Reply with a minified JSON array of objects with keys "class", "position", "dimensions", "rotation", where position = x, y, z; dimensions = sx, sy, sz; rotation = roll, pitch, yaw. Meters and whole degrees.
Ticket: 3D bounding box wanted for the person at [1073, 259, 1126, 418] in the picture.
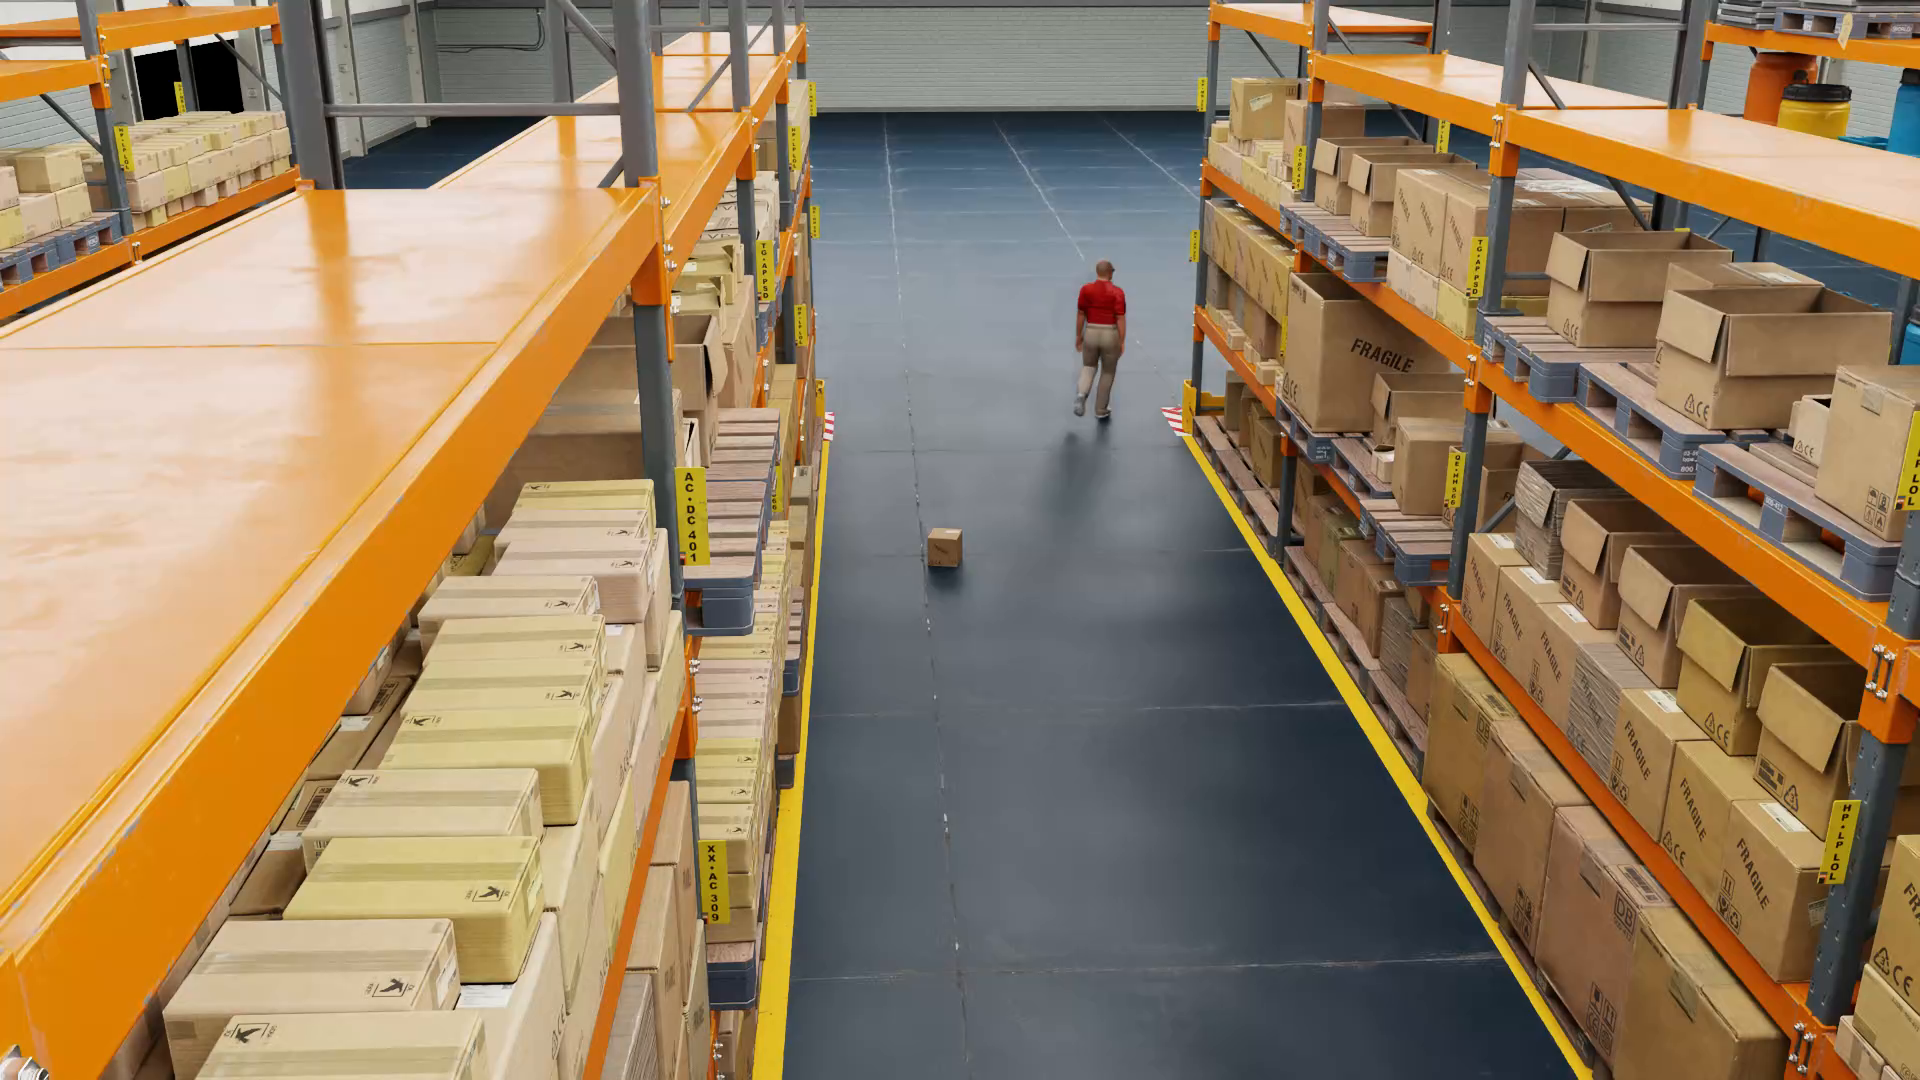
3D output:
[{"class":"person","position":[1.488,-2.123,17.643],"dimensions":[0.571,1.717,0.556],"rotation":[9,22,22]}]
